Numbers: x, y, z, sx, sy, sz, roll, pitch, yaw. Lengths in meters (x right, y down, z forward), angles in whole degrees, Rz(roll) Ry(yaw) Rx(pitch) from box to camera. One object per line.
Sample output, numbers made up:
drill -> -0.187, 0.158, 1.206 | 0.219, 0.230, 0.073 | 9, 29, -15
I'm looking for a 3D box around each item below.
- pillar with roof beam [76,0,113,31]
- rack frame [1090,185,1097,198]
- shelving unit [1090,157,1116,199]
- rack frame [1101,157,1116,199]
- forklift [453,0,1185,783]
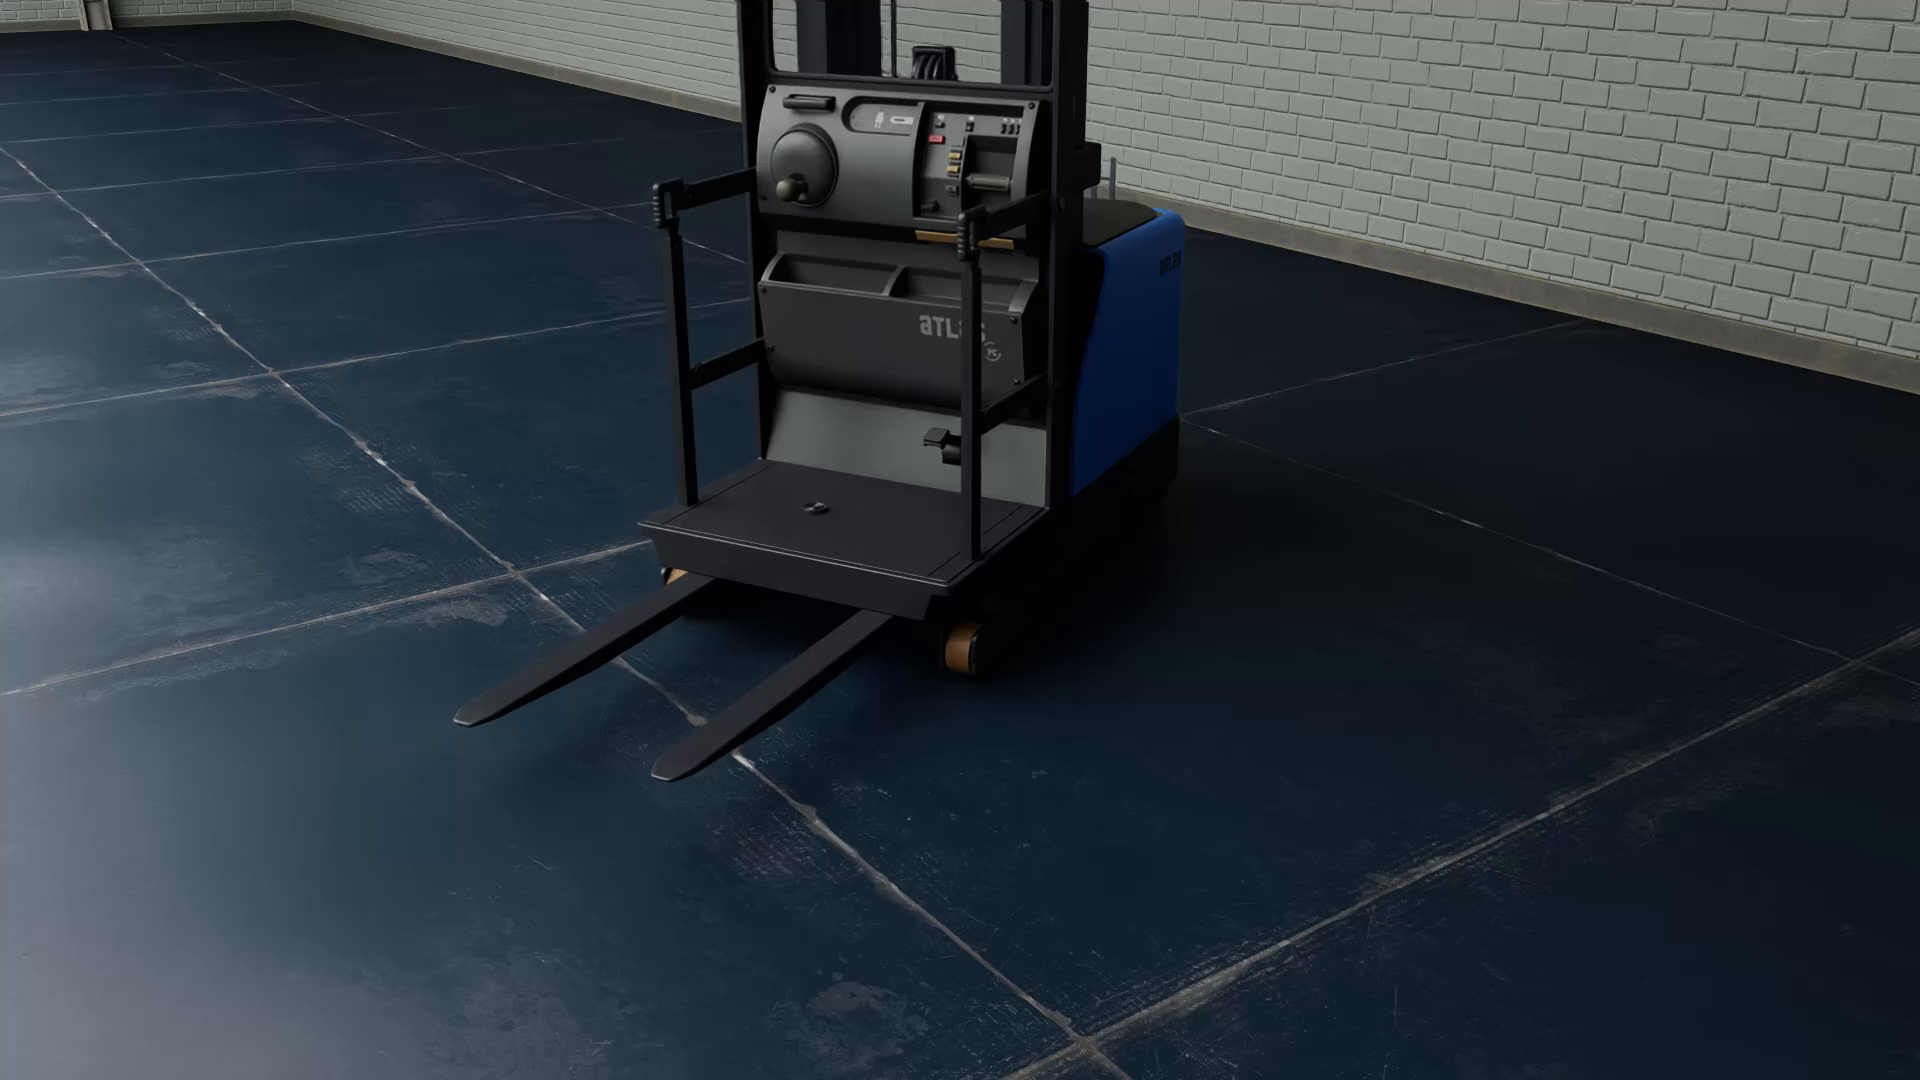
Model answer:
pillar with roof beam -> -10.757, -10.738, 20.663 | 0.400, 9.000, 9.100 | -15, 26, -33
rack frame -> 0.399, -0.846, 6.398 | 0.240, 1.200, 0.006 | 11, 24, 25
shelving unit -> 0.440, -0.877, 6.474 | 0.258, 1.200, 0.189 | 11, 24, 25
rack frame -> 0.481, -0.907, 6.550 | 0.240, 1.200, 0.006 | 11, 24, 25
forklift -> -0.292, -1.147, 4.817 | 1.130, 2.935, 3.031 | 11, 24, 25
